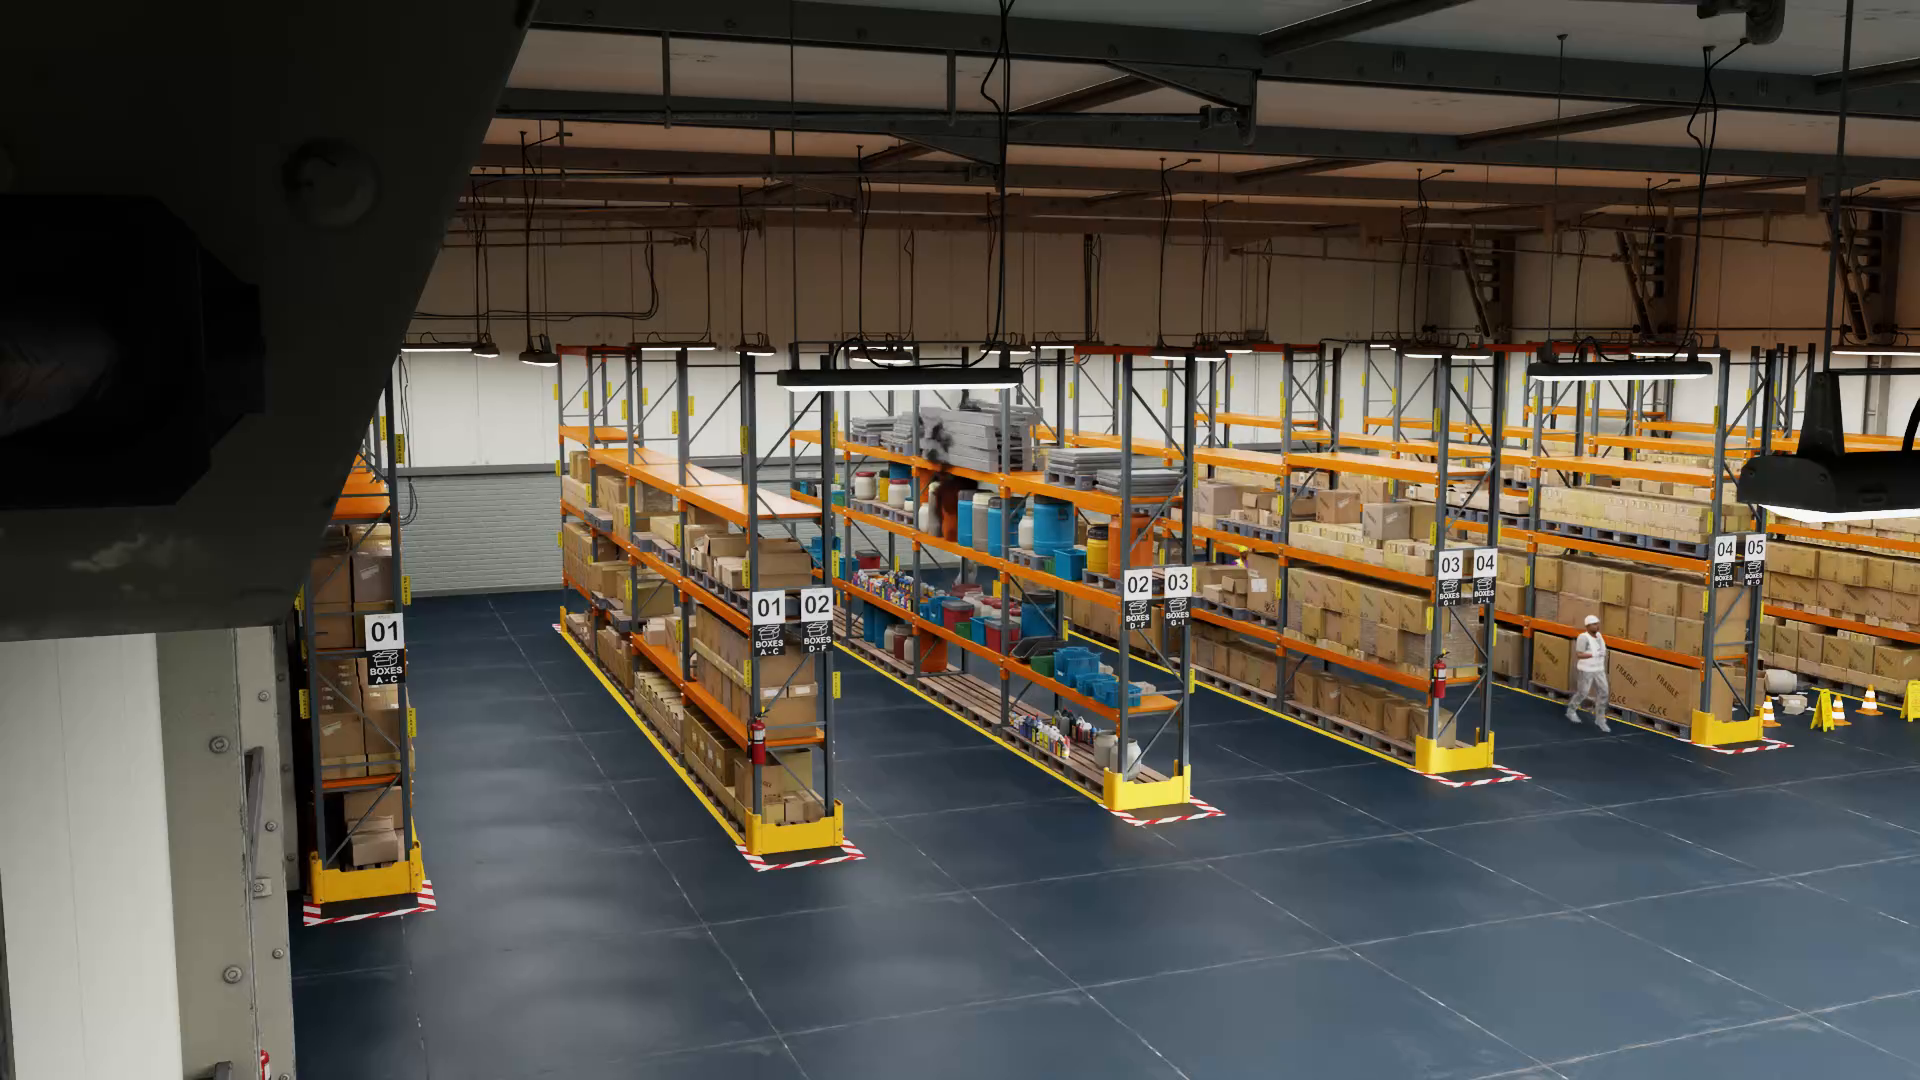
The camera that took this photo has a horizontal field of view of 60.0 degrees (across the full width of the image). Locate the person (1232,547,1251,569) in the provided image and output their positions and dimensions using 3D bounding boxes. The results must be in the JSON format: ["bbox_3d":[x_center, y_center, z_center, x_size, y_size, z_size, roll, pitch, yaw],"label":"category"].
[{"bbox_3d":[6.048,0.993,35.343,0.702,1.721,0.639,-3,8,-20],"label":"person"}]

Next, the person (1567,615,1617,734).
[{"bbox_3d":[10.006,2.094,26.293,0.669,1.823,0.856,-4,8,-27],"label":"person"}]

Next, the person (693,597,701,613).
[{"bbox_3d":[-5.319,1.156,33.975,0.665,1.750,0.599,-4,8,-27],"label":"person"}]

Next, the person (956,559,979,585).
[{"bbox_3d":[0.210,0.445,39.511,0.780,1.819,0.677,-2,7,-13],"label":"person"}]
